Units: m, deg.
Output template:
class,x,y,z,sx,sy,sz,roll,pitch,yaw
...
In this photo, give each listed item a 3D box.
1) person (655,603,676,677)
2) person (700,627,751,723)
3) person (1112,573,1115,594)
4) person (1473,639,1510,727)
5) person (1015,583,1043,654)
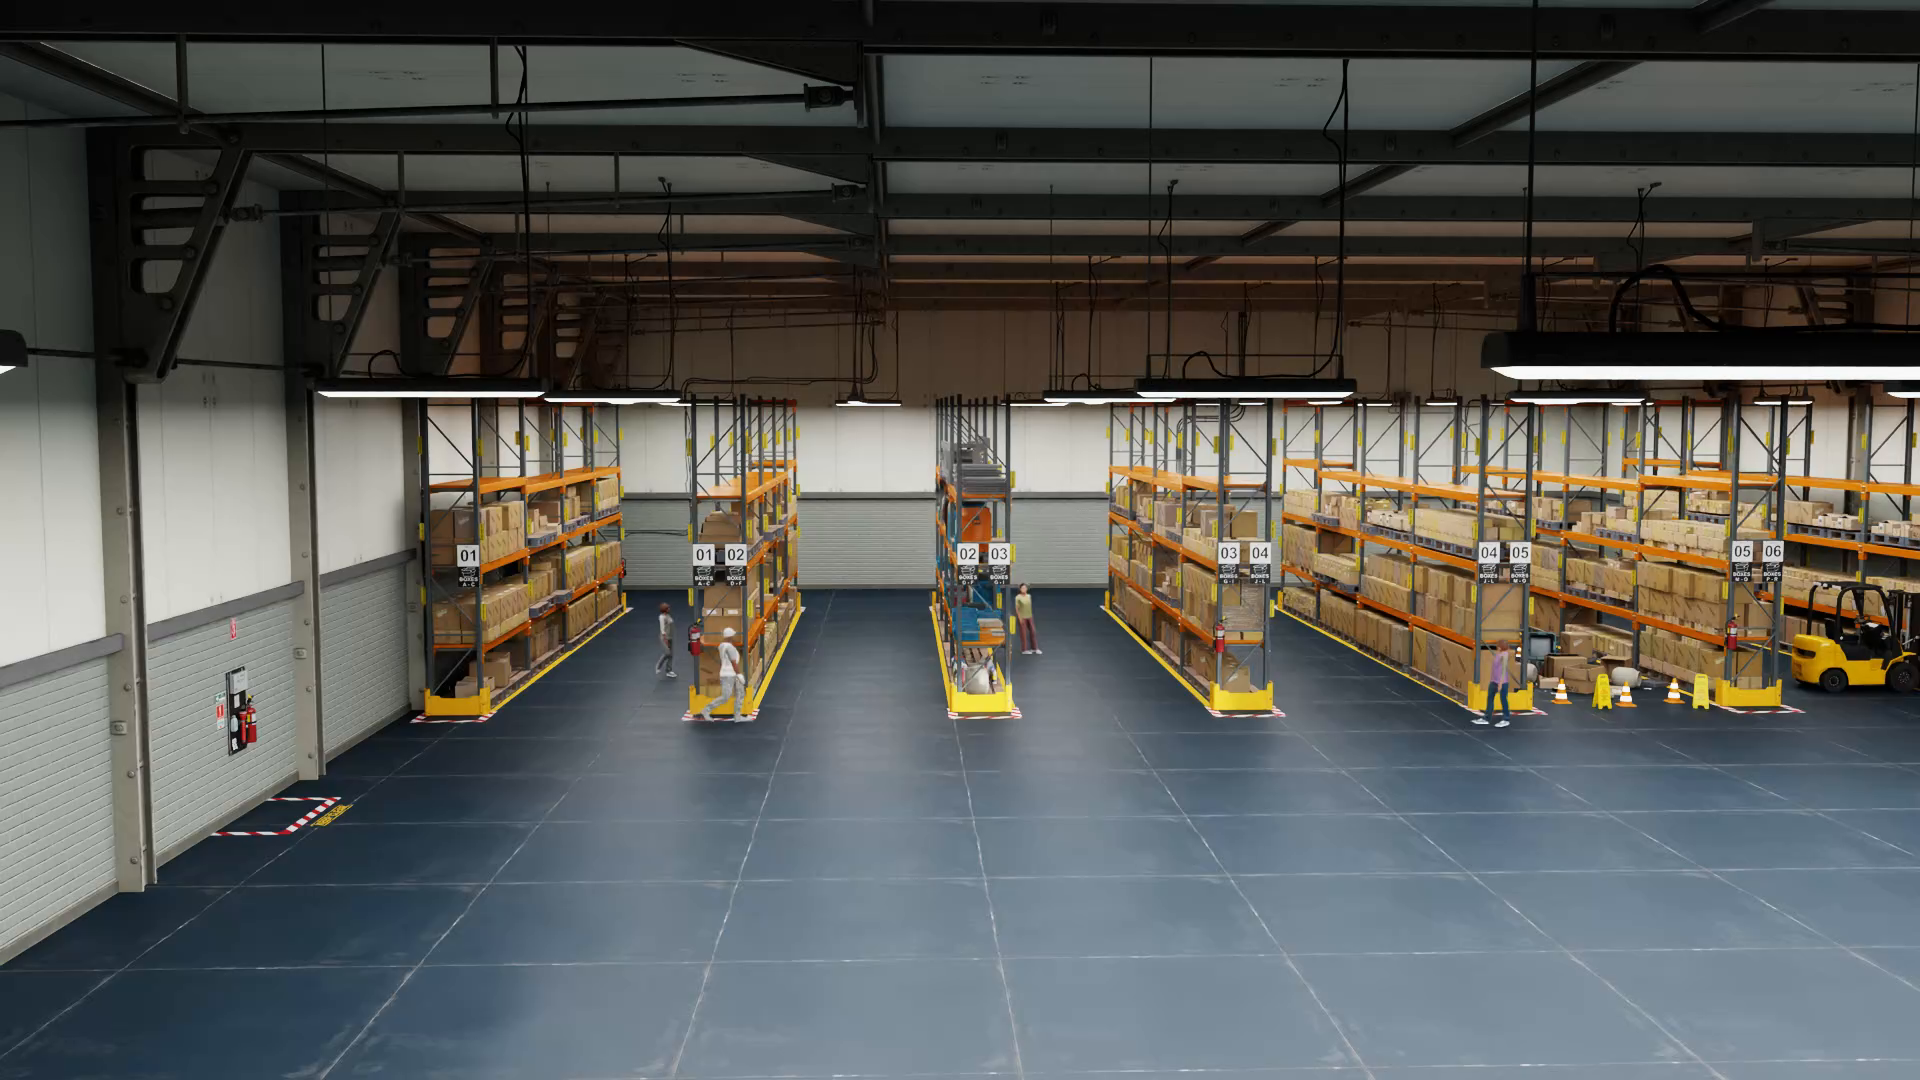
class,x,y,z,sx,sy,sz,roll,pitch,yaw
person,-6.292,2.128,35.663,0.484,1.591,0.469,2,5,27
person,-4.256,2.460,30.232,0.901,1.748,0.577,0,4,1
person,4.663,1.065,48.752,0.620,1.633,0.461,3,5,29
person,9.639,2.570,29.956,0.604,1.593,0.457,-2,5,-22
person,1.581,1.830,38.770,0.662,1.687,0.331,-3,5,-30
